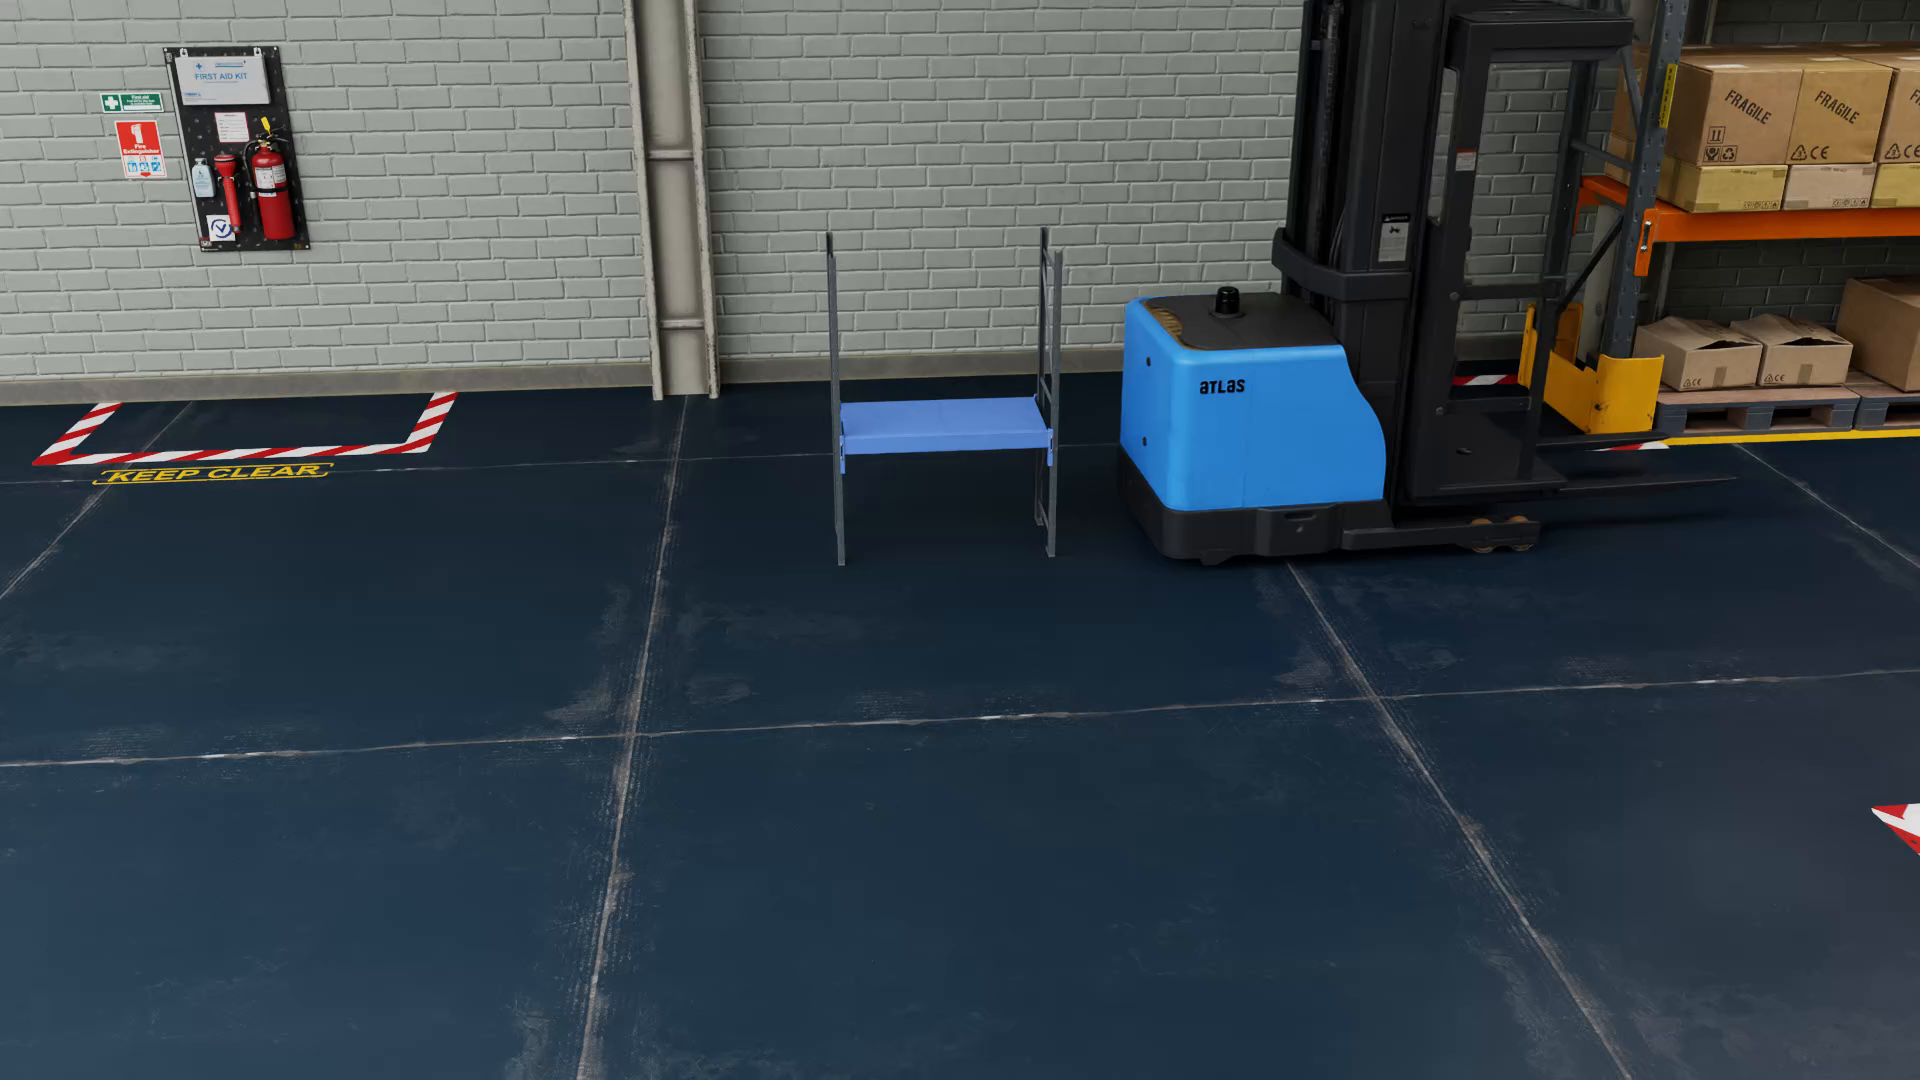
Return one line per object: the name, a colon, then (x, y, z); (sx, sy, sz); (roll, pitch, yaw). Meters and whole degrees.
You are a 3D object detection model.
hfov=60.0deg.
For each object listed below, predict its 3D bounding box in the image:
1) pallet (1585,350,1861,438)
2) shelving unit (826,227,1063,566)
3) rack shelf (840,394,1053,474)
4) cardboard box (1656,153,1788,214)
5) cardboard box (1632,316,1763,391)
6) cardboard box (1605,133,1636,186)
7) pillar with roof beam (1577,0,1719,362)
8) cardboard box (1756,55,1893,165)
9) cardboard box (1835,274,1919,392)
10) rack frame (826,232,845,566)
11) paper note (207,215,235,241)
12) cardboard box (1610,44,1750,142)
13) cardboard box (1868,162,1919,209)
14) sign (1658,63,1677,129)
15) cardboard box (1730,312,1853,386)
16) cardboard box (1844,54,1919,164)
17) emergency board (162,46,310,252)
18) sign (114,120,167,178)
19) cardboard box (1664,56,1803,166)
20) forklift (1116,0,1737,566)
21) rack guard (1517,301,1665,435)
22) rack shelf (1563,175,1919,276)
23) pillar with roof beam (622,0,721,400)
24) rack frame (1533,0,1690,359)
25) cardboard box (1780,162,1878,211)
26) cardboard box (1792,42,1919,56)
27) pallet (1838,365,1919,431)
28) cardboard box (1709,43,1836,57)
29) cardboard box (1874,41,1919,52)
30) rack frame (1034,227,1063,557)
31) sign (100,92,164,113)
pallet: (4.553, -0.906, 10.028); (1.213, 0.211, 1.003); (-2, 24, -5)
shelving unit: (-0.085, -0.682, 7.938); (1.048, 1.500, 0.538); (-2, 24, -5)
rack shelf: (-0.085, -0.518, 8.011); (1.000, 0.185, 0.538); (-2, 24, -5)
cardboard box: (4.182, -1.991, 9.196); (0.500, 0.250, 0.500); (-3, 24, -7)
cardboard box: (4.363, -1.123, 9.851); (0.500, 0.311, 0.500); (-5, 24, -11)
cardboard box: (4.112, -2.197, 9.659); (0.500, 0.250, 0.500); (-2, 24, -4)
pillar with roof beam: (4.700, -3.538, 5.130); (0.400, 9.000, 9.100); (-2, 24, -5)
cardboard box: (4.663, -2.356, 9.093); (0.500, 0.500, 0.500); (-2, 24, -5)
cardboard box: (5.665, -1.241, 9.885); (0.500, 0.500, 0.700); (-4, 24, -8)
rack frame: (-0.591, -0.662, 7.892); (0.032, 1.500, 0.500); (-2, 24, -5)
paper note: (-4.340, -1.832, 9.763); (0.142, 0.148, 0.016); (-2, 24, -5)
cardboard box: (4.114, -2.547, 9.524); (0.500, 0.500, 0.500); (-3, 24, -6)
cardboard box: (5.205, -2.035, 9.296); (0.500, 0.250, 0.500); (-3, 24, -6)
sign: (3.719, -2.335, 8.745); (0.005, 0.325, 0.100); (-2, 24, -5)
cardboard box: (4.930, -1.145, 9.903); (0.500, 0.311, 0.500); (0, 24, -1)
cardboard box: (5.178, -2.374, 9.134); (0.500, 0.500, 0.500); (-3, 24, -7)
emergency board: (-4.157, -2.214, 9.538); (0.643, 1.169, 0.194); (-2, 24, -5)
sign: (-4.717, -2.250, 9.575); (0.234, 0.329, 0.001); (-2, 24, -5)
cardboard box: (4.170, -2.340, 9.058); (0.500, 0.500, 0.500); (-2, 24, -5)
forklift: (2.379, -1.483, 7.978); (3.031, 2.935, 1.130); (-4, 24, -8)
rack guard: (3.741, -1.020, 9.929); (0.348, 0.500, 1.175); (-2, 24, -5)
rack shelf: (5.656, -1.910, 9.740); (4.000, 0.370, 1.077); (-2, 24, -5)
pillar with roof beam: (-1.271, -3.298, 4.592); (0.400, 9.000, 9.100); (-2, 24, -5)
rack frame: (3.666, -2.159, 9.414); (0.127, 3.000, 1.000); (-2, 24, -5)
cardboard box: (4.698, -2.017, 9.255); (0.500, 0.250, 0.500); (-3, 24, -7)
cardboard box: (5.130, -2.586, 9.611); (0.500, 0.500, 0.500); (-3, 24, -7)
pallet: (5.765, -0.953, 10.135); (1.213, 0.211, 1.003); (-2, 24, -5)
cardboard box: (4.616, -2.563, 9.560); (0.500, 0.500, 0.500); (-2, 24, -4)
cardboard box: (5.631, -2.606, 9.656); (0.500, 0.500, 0.500); (-2, 24, -4)
rack frame: (0.421, -0.702, 7.983); (0.032, 1.500, 0.500); (-2, 24, -5)
sign: (-4.712, -2.488, 9.459); (0.331, 0.109, 0.001); (-2, 24, -5)
